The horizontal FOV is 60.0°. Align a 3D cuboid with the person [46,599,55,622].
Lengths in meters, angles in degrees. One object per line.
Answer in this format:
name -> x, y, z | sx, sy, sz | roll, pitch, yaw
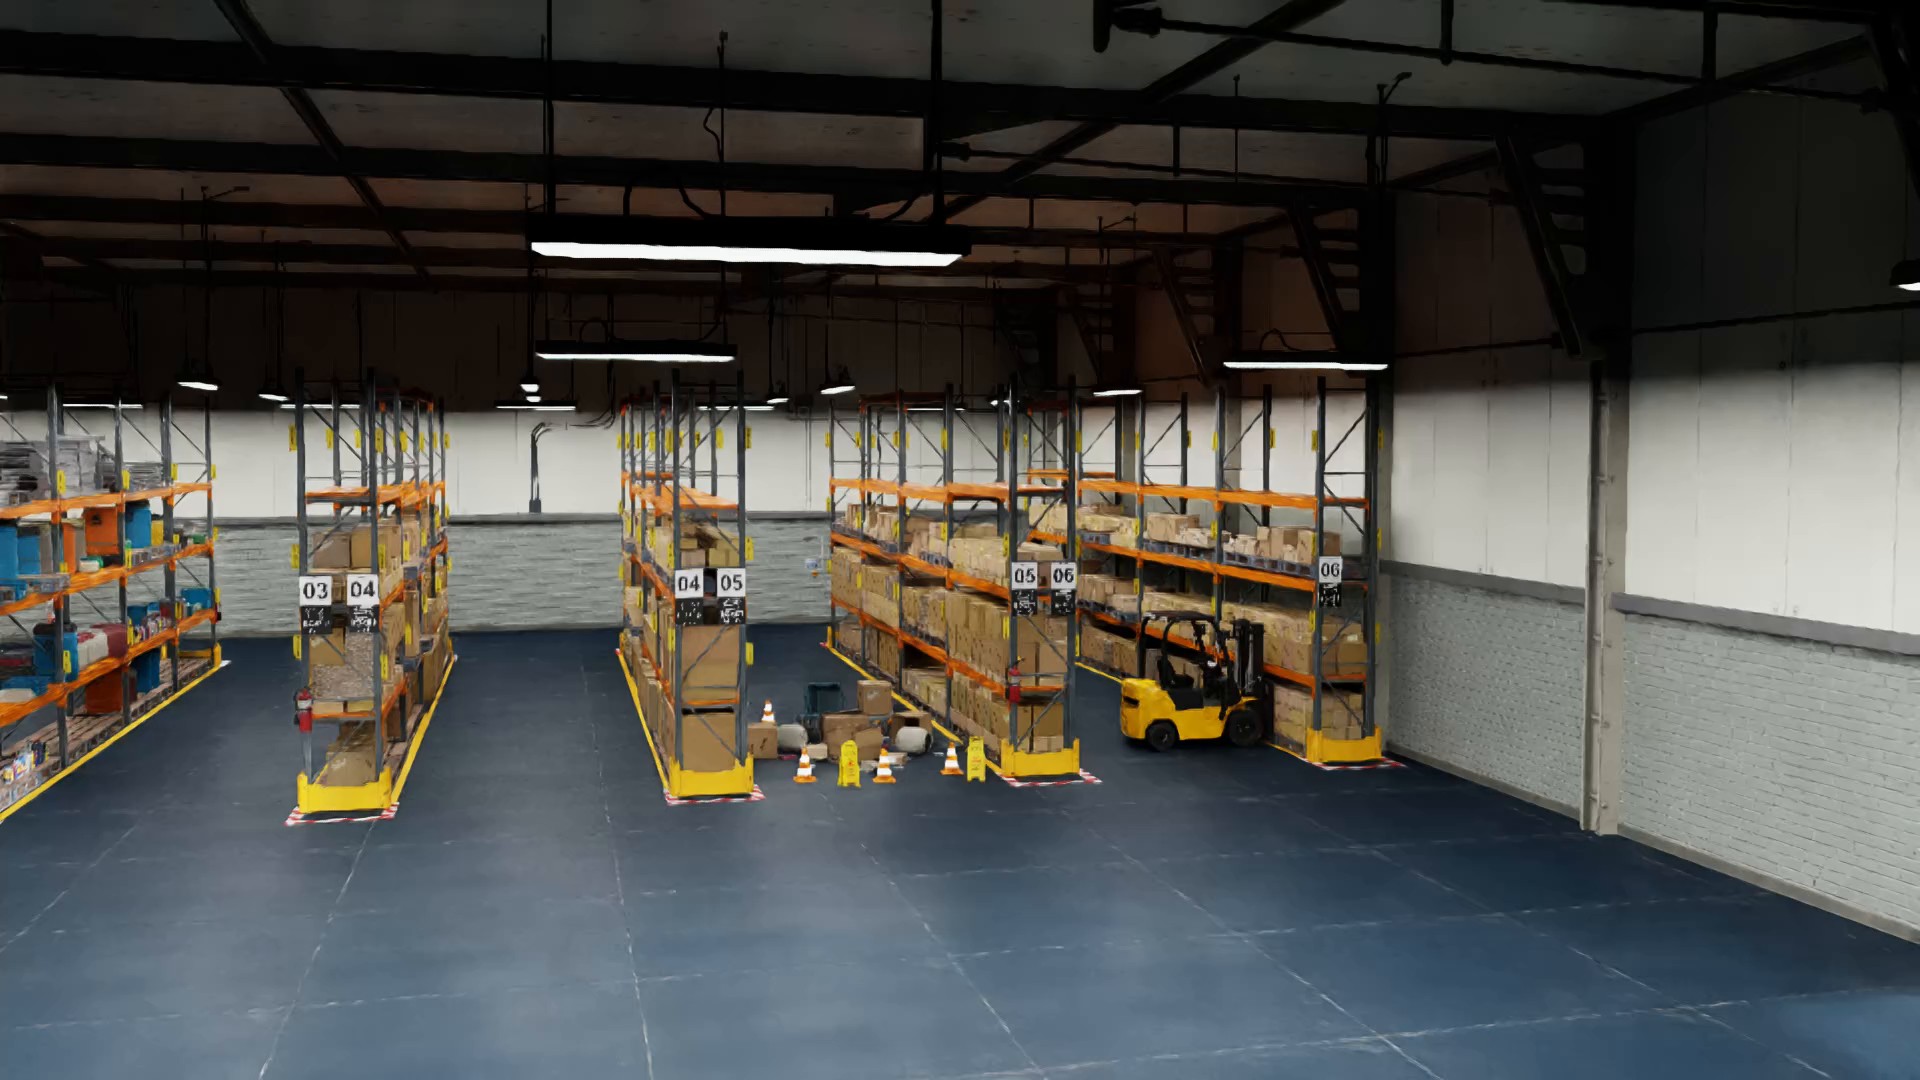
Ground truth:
person -> -19.875, 1.906, 36.634 | 0.431, 1.790, 0.636 | 1, 3, 9
